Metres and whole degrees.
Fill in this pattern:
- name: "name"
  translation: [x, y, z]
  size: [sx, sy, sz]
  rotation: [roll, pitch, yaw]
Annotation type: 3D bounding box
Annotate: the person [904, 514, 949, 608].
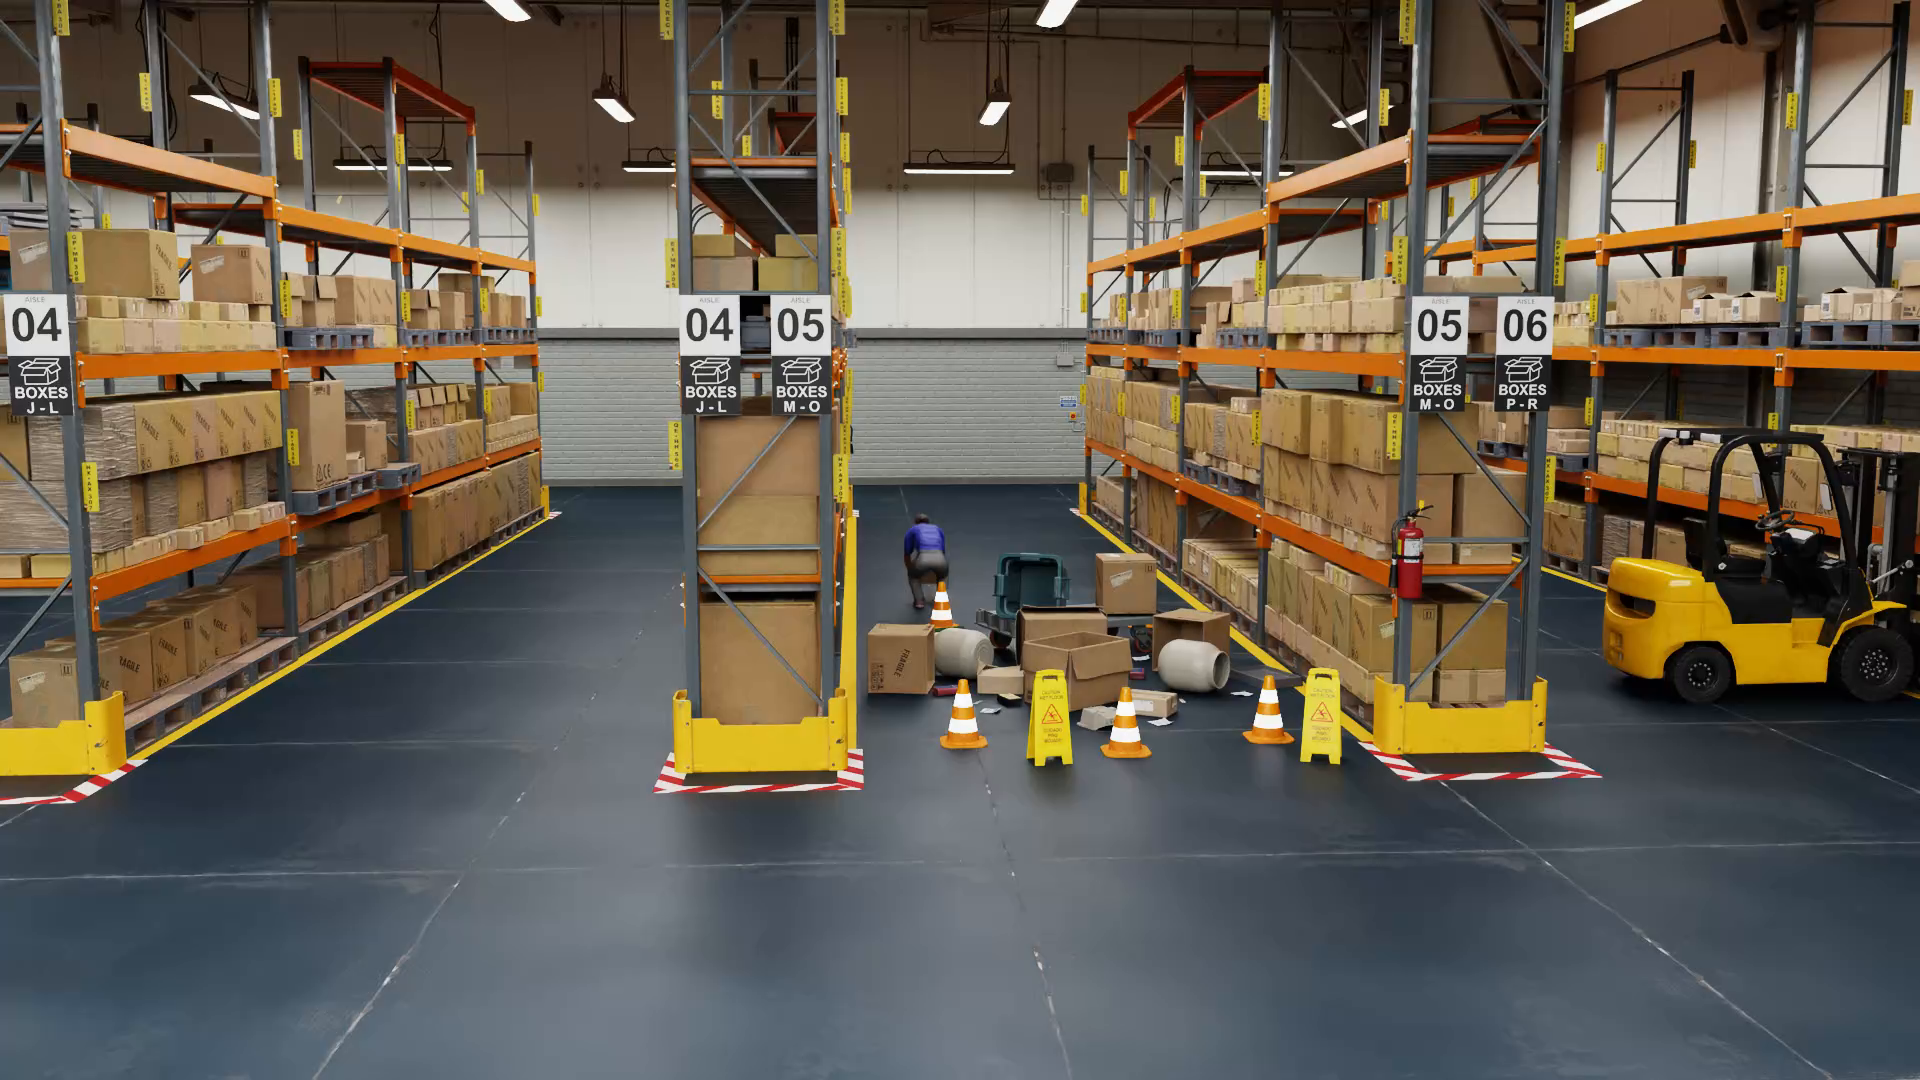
- name: "person"
  translation: [-0.363, 0.231, 18.172]
  size: [0.488, 0.988, 0.796]
  rotation: [-1, 7, -4]
